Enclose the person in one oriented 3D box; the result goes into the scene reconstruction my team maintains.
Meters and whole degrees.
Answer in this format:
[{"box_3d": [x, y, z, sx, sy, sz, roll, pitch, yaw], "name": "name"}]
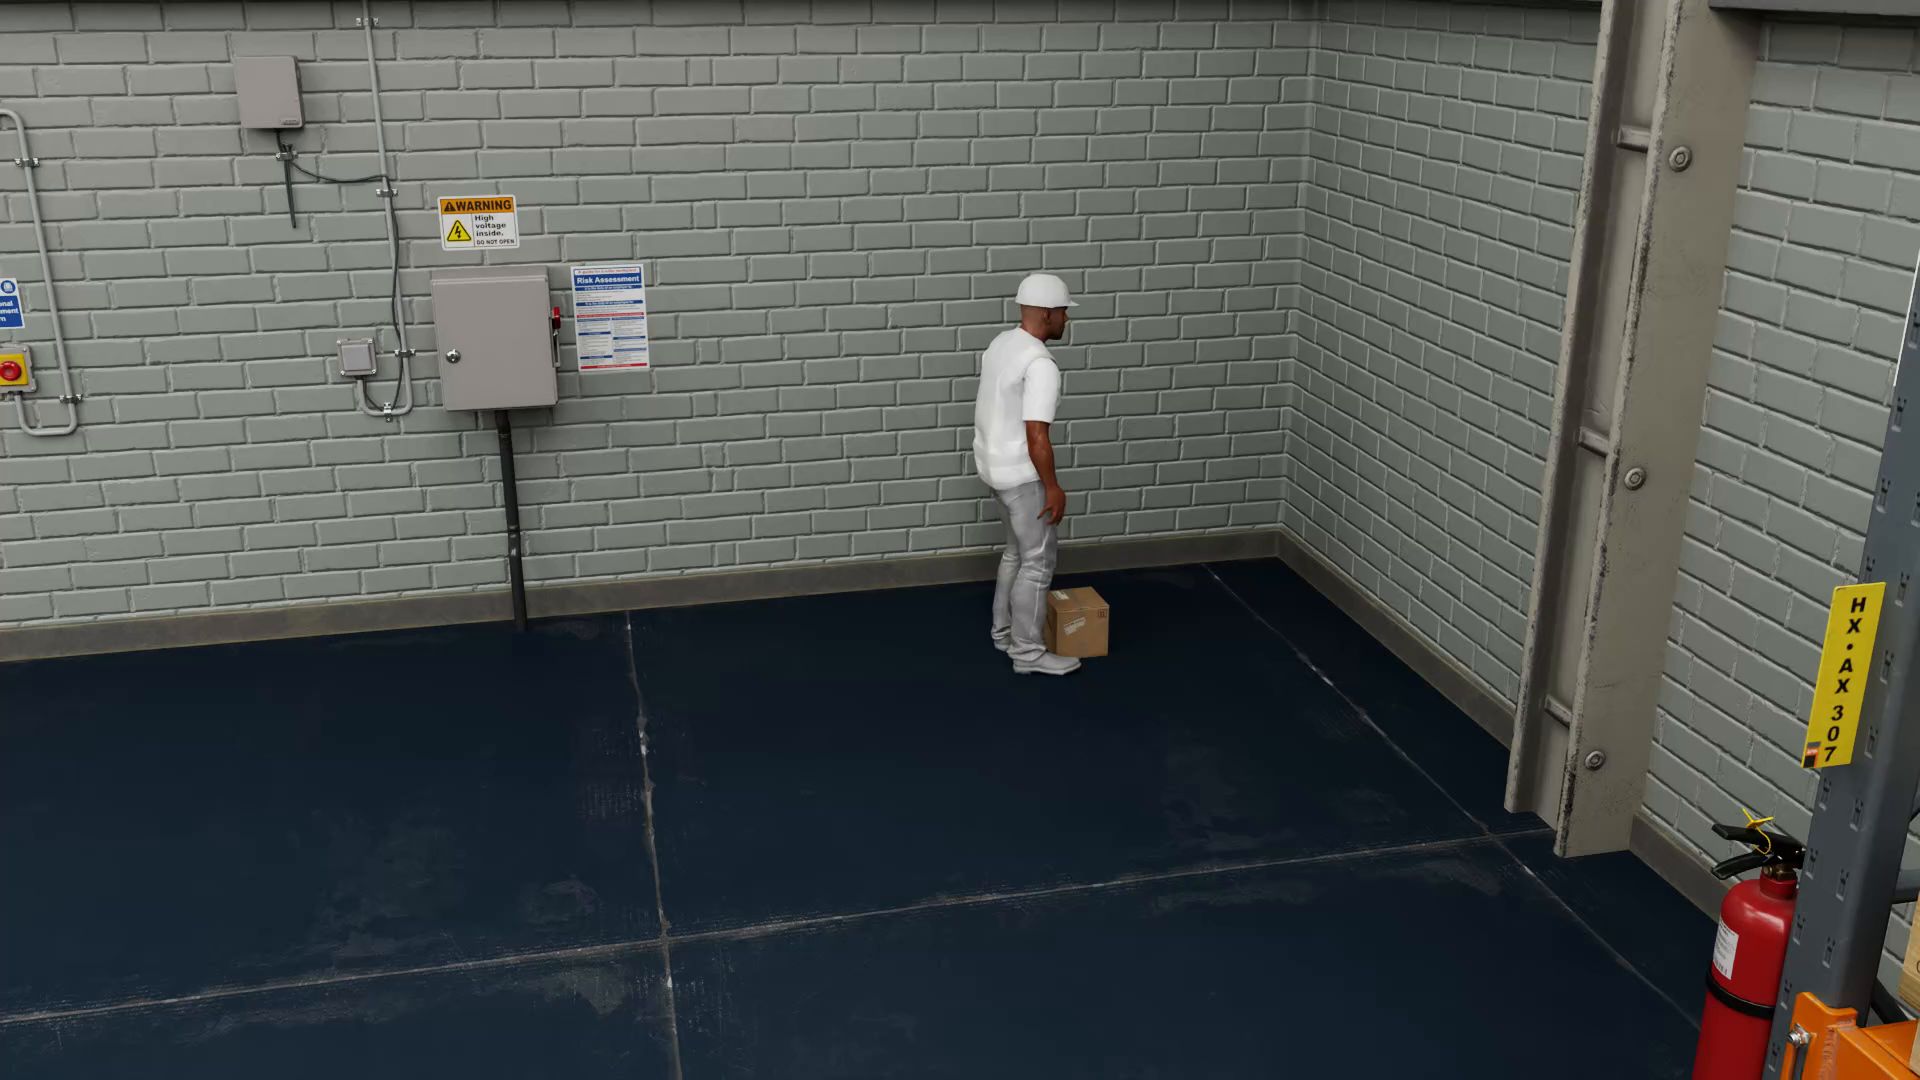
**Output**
[{"box_3d": [0.306, -0.302, 7.399, 0.462, 1.759, 0.633, -6, 20, -16], "name": "person"}]
